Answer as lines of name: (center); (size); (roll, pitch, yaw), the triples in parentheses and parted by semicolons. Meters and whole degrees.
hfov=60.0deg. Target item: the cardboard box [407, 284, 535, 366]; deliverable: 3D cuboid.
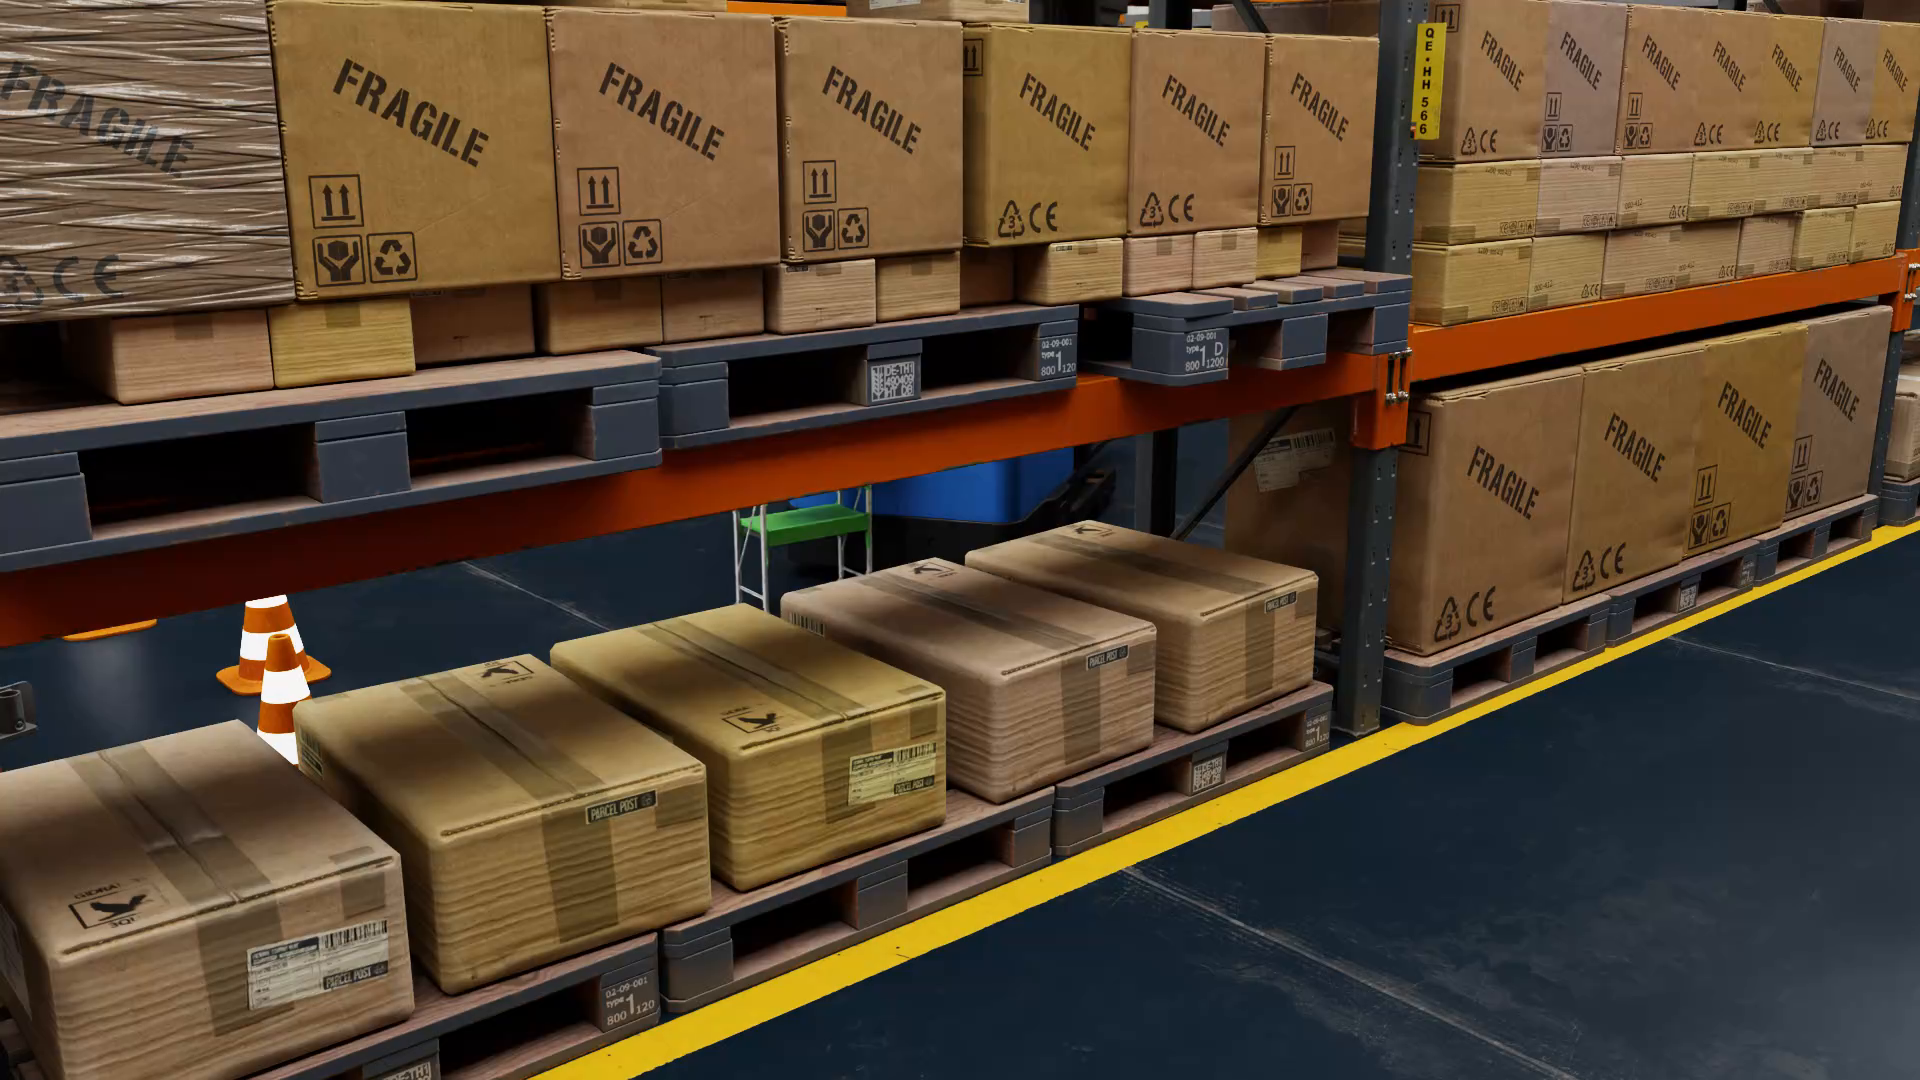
cardboard box: (-1.042, -0.453, 3.308); (0.250, 0.149, 0.380); (-11, 19, -36)

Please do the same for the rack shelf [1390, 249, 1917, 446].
rack shelf: (2.502, -0.905, 6.720); (4.000, 0.370, 1.077); (-13, 19, -39)

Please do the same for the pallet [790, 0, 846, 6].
pallet: (-0.950, -5.269, 16.024); (1.213, 0.211, 1.003); (-13, 19, -39)

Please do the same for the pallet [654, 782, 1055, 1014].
pallet: (-0.517, 0.771, 4.454); (1.213, 0.211, 1.003); (-13, 19, -39)

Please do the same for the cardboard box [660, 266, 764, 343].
cardboard box: (-0.633, -0.530, 3.596); (0.250, 0.149, 0.380); (-12, 19, -39)

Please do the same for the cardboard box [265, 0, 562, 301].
cardboard box: (-1.105, -0.740, 3.123); (0.500, 0.500, 0.500); (-13, 19, -39)

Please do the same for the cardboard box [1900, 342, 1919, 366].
cardboard box: (5.230, -0.794, 9.060); (0.875, 0.438, 0.875); (-13, 20, -41)

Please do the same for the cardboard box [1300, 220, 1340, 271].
cardboard box: (0.901, -0.894, 4.958); (0.250, 0.149, 0.380); (-12, 19, -37)

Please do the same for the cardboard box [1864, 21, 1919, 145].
cardboard box: (3.839, -1.998, 7.287); (0.500, 0.500, 0.500); (-12, 19, -38)

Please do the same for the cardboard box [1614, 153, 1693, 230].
cardboard box: (2.312, -1.290, 6.089); (0.500, 0.250, 0.500); (-13, 20, -40)

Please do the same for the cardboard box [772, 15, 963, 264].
cardboard box: (-0.342, -0.910, 3.760); (0.500, 0.500, 0.500); (-14, 20, -42)

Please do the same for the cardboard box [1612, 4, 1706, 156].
cardboard box: (2.294, -1.652, 5.990); (0.500, 0.500, 0.500); (-12, 19, -38)

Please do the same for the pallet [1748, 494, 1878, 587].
pallet: (3.478, -0.099, 7.711); (1.213, 0.211, 1.003); (-13, 19, -39)

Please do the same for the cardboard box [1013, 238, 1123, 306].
cardboard box: (0.192, -0.693, 4.204); (0.250, 0.149, 0.380); (-12, 19, -38)

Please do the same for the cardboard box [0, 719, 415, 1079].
cardboard box: (-1.630, 0.741, 3.441); (0.625, 0.372, 0.950); (-12, 19, -39)

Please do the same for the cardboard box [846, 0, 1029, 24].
cardboard box: (-0.056, -1.290, 3.926); (0.250, 0.149, 0.380); (-14, 20, -42)

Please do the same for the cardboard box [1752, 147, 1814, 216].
cardboard box: (3.079, -1.464, 6.738); (0.500, 0.250, 0.500); (-12, 19, -38)

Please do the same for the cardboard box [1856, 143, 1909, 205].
cardboard box: (3.838, -1.639, 7.394); (0.500, 0.250, 0.500); (-13, 20, -39)

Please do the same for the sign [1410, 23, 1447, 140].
sign: (1.357, -1.331, 4.830); (0.005, 0.325, 0.100); (-13, 19, -39)

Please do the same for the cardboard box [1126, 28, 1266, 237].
cardboard box: (0.450, -1.088, 4.427); (0.500, 0.500, 0.500); (-13, 20, -40)

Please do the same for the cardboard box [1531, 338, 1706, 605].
cardboard box: (2.245, -0.341, 6.519); (0.875, 0.875, 0.875); (-12, 19, -39)

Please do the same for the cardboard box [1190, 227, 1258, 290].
cardboard box: (0.585, -0.783, 4.542); (0.250, 0.149, 0.380); (-13, 20, -40)

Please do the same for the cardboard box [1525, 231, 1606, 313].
cardboard box: (1.903, -0.966, 5.844); (0.500, 0.250, 0.500); (-13, 20, -41)

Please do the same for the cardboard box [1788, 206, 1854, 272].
cardboard box: (3.453, -1.308, 7.125); (0.500, 0.250, 0.500); (-13, 20, -40)

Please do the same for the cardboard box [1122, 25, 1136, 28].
cardboard box: (1.186, -3.242, 11.368); (0.500, 0.500, 0.500); (-12, 19, -38)

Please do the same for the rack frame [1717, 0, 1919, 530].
rack frame: (4.011, -1.591, 7.896); (0.127, 3.000, 1.000); (-13, 19, -39)

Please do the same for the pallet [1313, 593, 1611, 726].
pallet: (1.638, 0.314, 6.164); (1.213, 0.211, 1.003); (-13, 19, -39)

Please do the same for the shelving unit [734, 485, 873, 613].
shelving unit: (-0.632, -0.325, 6.643); (0.503, 1.200, 0.258); (-11, 18, -35)

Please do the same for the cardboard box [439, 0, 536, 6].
cardboard box: (-1.121, -1.237, 3.728); (0.250, 0.149, 0.380); (-14, 20, -42)

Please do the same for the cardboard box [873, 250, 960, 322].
cardboard box: (-0.216, -0.616, 3.917); (0.250, 0.149, 0.380); (-13, 20, -41)

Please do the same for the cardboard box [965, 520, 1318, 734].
cardboard box: (0.561, 0.247, 5.293); (0.625, 0.372, 0.950); (-14, 21, -43)

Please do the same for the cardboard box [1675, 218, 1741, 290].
cardboard box: (2.673, -1.138, 6.488); (0.500, 0.250, 0.500); (-13, 19, -39)

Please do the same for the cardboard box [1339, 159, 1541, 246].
cardboard box: (1.538, -1.121, 5.455); (0.500, 0.250, 0.500); (-13, 20, -40)

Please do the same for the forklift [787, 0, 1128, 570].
forklift: (0.167, -1.587, 8.012); (1.130, 2.935, 3.031); (4, 16, 16)

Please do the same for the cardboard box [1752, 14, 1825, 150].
cardboard box: (3.058, -1.827, 6.647); (0.500, 0.500, 0.500); (-12, 19, -38)

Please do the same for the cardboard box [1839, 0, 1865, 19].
cardboard box: (4.305, -2.574, 8.185); (0.250, 0.149, 0.380); (-12, 19, -38)

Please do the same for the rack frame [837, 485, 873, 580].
rack frame: (-0.434, -0.362, 6.781); (0.015, 1.200, 0.240); (-11, 18, -35)

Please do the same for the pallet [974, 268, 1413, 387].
pallet: (0.526, -0.680, 4.854); (1.003, 0.211, 1.213); (-13, 19, -39)

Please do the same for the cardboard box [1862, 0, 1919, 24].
cardboard box: (4.419, -2.439, 7.681); (0.250, 0.149, 0.380); (-13, 20, -40)

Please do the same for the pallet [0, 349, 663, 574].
pallet: (-1.352, -0.245, 3.225); (1.213, 0.211, 1.003); (-13, 19, -39)

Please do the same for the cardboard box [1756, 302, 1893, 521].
cardboard box: (3.596, -0.647, 7.664); (0.875, 0.875, 0.875); (-12, 19, -38)

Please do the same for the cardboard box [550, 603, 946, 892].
cardboard box: (-0.567, 0.500, 4.342); (0.625, 0.372, 0.950); (-12, 19, -38)

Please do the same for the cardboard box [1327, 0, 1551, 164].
cardboard box: (1.526, -1.481, 5.351); (0.500, 0.500, 0.500); (-14, 20, -41)

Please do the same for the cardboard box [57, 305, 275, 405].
cardboard box: (-1.400, -0.350, 2.921); (0.250, 0.149, 0.380); (-12, 19, -39)

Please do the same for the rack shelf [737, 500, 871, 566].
rack shelf: (-0.632, -0.032, 6.721); (0.480, 0.148, 0.258); (-11, 18, -35)

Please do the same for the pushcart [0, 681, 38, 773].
pushcart: (-3.559, 0.595, 4.790); (1.648, 0.377, 0.936); (8, 17, 28)

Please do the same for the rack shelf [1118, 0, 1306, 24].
rack shelf: (2.194, -3.978, 12.413); (4.000, 0.370, 1.077); (-13, 19, -39)

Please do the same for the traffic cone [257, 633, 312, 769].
traffic cone: (-2.008, 0.507, 4.956); (0.334, 0.463, 0.336); (-13, 19, -39)

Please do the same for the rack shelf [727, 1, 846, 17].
rack shelf: (-0.986, -4.961, 16.092); (4.000, 0.370, 1.077); (-13, 19, -39)
